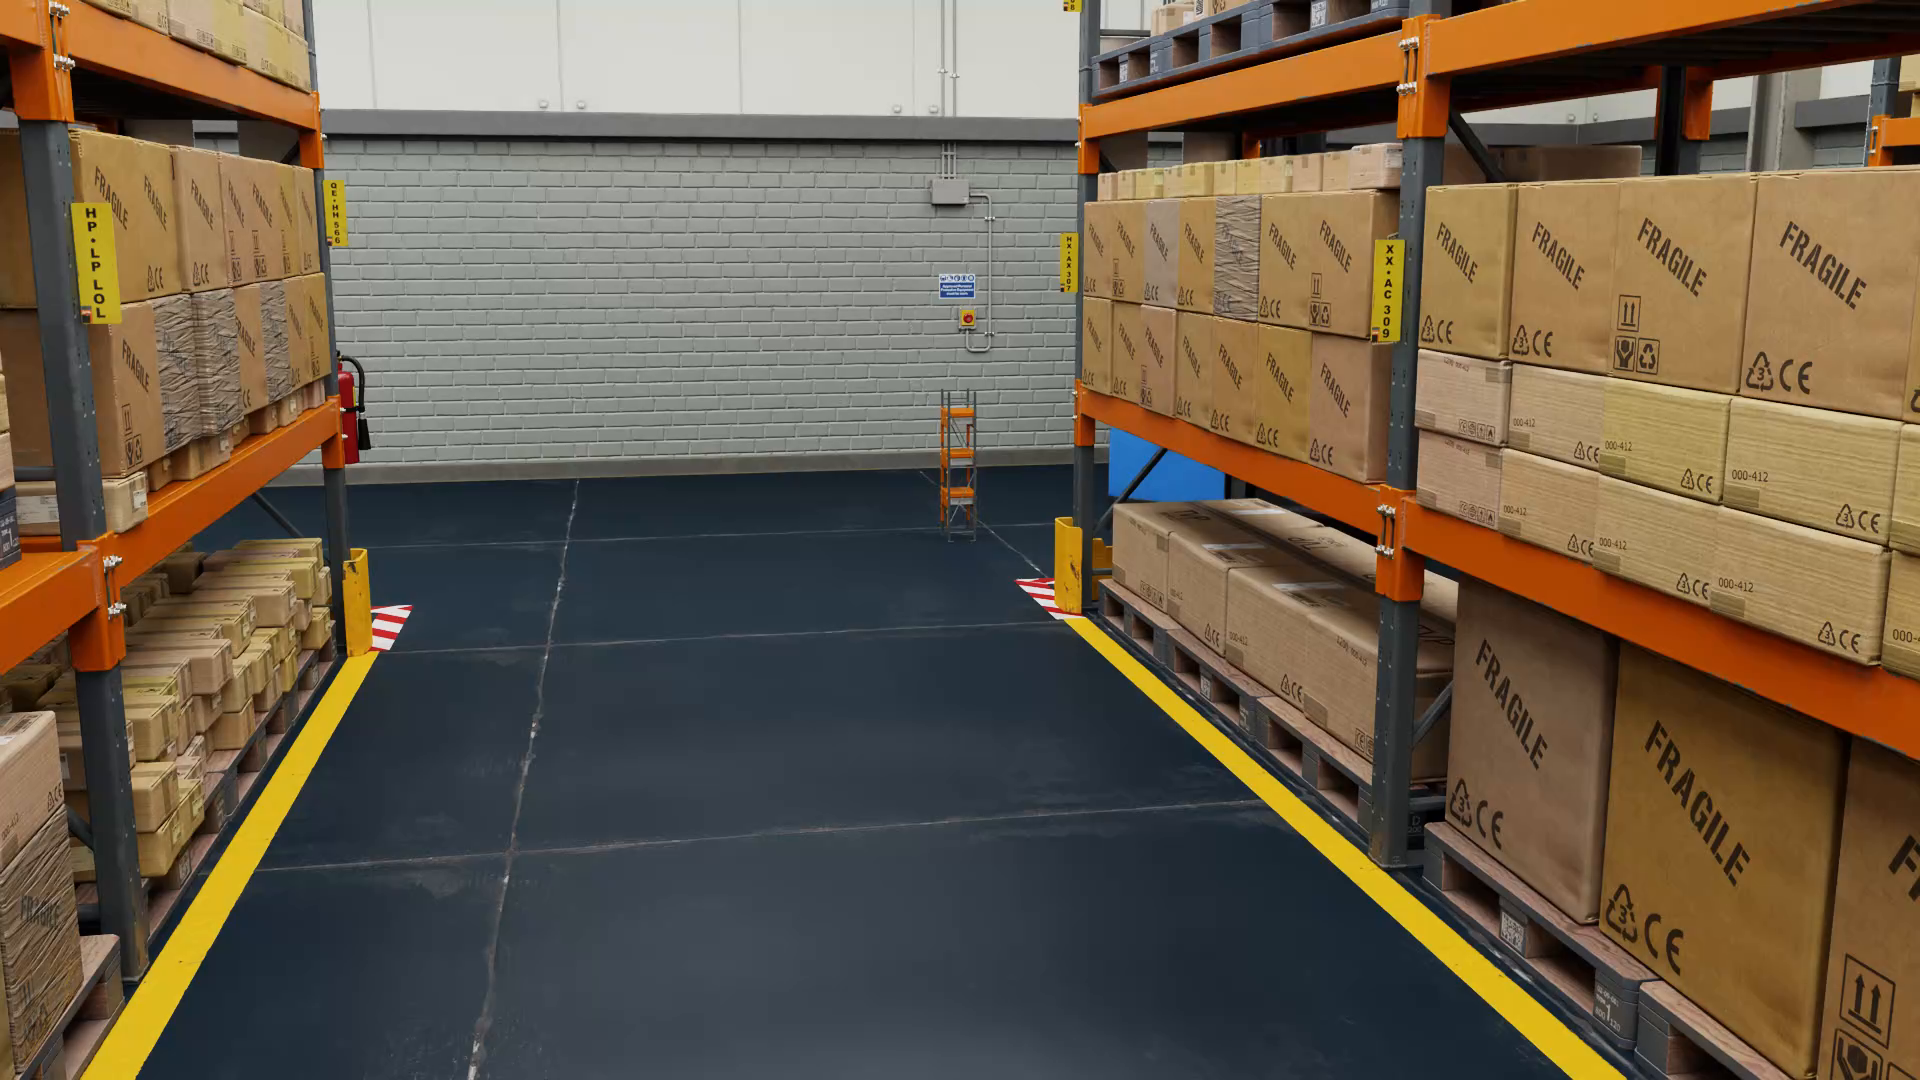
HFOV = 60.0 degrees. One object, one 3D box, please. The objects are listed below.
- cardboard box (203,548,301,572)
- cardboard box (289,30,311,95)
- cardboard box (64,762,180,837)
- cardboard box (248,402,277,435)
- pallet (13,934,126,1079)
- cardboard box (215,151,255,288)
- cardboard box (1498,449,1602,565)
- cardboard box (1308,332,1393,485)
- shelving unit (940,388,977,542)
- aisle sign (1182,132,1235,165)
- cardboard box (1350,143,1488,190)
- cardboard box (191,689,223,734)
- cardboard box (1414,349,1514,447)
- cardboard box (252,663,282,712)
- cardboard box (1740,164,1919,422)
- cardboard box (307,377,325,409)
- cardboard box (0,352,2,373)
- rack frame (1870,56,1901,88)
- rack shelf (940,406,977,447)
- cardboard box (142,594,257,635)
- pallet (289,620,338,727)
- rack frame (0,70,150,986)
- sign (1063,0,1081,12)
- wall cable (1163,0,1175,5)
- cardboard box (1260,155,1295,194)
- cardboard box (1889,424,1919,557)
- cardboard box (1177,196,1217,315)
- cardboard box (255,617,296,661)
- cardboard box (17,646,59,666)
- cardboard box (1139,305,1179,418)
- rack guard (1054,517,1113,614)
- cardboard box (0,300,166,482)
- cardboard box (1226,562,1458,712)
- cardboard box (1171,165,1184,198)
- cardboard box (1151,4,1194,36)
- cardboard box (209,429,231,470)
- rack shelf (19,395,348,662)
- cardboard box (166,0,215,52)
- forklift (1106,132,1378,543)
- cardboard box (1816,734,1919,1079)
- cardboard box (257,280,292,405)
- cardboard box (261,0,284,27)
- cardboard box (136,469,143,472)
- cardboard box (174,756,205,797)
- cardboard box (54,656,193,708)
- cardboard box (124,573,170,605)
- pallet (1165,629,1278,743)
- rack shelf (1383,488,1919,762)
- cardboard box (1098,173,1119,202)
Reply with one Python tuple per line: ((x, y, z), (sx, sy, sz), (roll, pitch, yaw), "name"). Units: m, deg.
((-3.338, 0.138, 7.857), (0.380, 0.149, 0.250), (-2, 11, -10), "cardboard box")
((-3.334, -2.226, 7.746), (0.500, 0.250, 0.500), (-2, 11, -12), "cardboard box")
((-2.661, 0.804, 5.156), (0.380, 0.149, 0.250), (-2, 11, -8), "cardboard box")
((-3.172, -0.539, 7.177), (0.380, 0.149, 0.250), (-3, 11, -14), "cardboard box")
((-2.752, 1.347, 4.057), (1.003, 0.211, 1.213), (-2, 11, -11), "pallet")
((-3.035, -1.226, 6.380), (0.500, 0.500, 0.500), (-3, 11, -13), "cardboard box")
((1.860, -0.106, 4.630), (0.500, 0.250, 0.500), (-2, 11, -12), "cardboard box")
((1.591, -0.489, 5.978), (0.500, 0.500, 0.500), (-2, 11, -10), "cardboard box")
((-0.010, -0.526, 11.650), (0.215, 1.050, 0.252), (-2, 11, -11), "shelving unit")
((1.444, -2.400, 9.329), (0.394, 0.787, 0.004), (-2, 11, -11), "aisle sign")
((1.559, -1.268, 5.661), (0.380, 0.149, 0.250), (-2, 11, -12), "cardboard box")
((-2.961, 0.617, 6.141), (0.380, 0.149, 0.250), (-2, 11, -8), "cardboard box")
((1.740, -0.445, 5.078), (0.500, 0.250, 0.500), (-2, 11, -13), "cardboard box")
((-3.054, 0.619, 6.924), (0.380, 0.149, 0.250), (-2, 11, -10), "cardboard box")
((2.063, -0.535, 3.542), (0.500, 0.500, 0.500), (-2, 11, -12), "cardboard box")
((-3.342, -0.727, 8.164), (0.380, 0.149, 0.250), (-2, 11, -11), "cardboard box")
((-2.635, -0.475, 4.125), (0.380, 0.149, 0.250), (-2, 11, -8), "cardboard box")
((6.022, -4.226, 9.834), (1.000, 3.000, 0.127), (-2, 11, -11), "rack frame")
((-0.010, -0.794, 11.599), (0.215, 0.259, 0.240), (-2, 11, -11), "rack shelf")
((-3.126, 0.331, 6.847), (0.380, 0.149, 0.250), (-3, 11, -13), "cardboard box")
((-3.544, 0.635, 7.798), (1.003, 0.211, 1.213), (-2, 11, -11), "pallet")
((-2.904, -0.166, 4.546), (1.000, 3.000, 0.127), (-2, 11, -11), "rack frame")
((0.608, -3.021, 8.974), (0.100, 0.325, 0.005), (-2, 11, -11), "sign")
((3.249, -5.218, 14.943), (2.988, 3.039, 0.133), (-2, 11, -11), "wall cable")
((1.425, -1.457, 6.653), (0.380, 0.149, 0.250), (-2, 11, -11), "cardboard box")
((2.143, -0.069, 3.103), (0.500, 0.250, 0.500), (-2, 11, -12), "cardboard box")
((1.280, -1.260, 7.352), (0.500, 0.500, 0.500), (-2, 11, -11), "cardboard box")
((-3.084, 0.425, 7.149), (0.380, 0.149, 0.250), (-2, 11, -10), "cardboard box")
((-3.490, 0.493, 5.996), (0.380, 0.149, 0.250), (-3, 11, -14), "cardboard box")
((1.172, -0.863, 7.941), (0.500, 0.500, 0.500), (-2, 11, -11), "cardboard box")
((1.149, 0.125, 9.700), (1.175, 0.500, 0.348), (-2, 11, -11), "rack guard")
((-2.754, -0.461, 5.034), (0.500, 0.500, 0.500), (-2, 11, -12), "cardboard box")
((1.740, 0.405, 7.277), (0.875, 0.438, 0.875), (-2, 11, -13), "cardboard box")
((1.189, -1.643, 7.632), (0.380, 0.149, 0.250), (-2, 11, -10), "cardboard box")
((1.139, -2.496, 8.045), (0.380, 0.149, 0.250), (-2, 11, -9), "cardboard box")
((-2.942, -0.346, 6.165), (0.380, 0.149, 0.250), (-2, 11, -8), "cardboard box")
((-3.293, -0.179, 6.540), (1.077, 0.370, 4.000), (-2, 11, -11), "rack shelf")
((-2.924, -1.848, 5.762), (0.500, 0.250, 0.500), (-2, 11, -9), "cardboard box")
((2.520, -1.359, 10.998), (3.031, 2.935, 1.130), (8, 13, 35), "forklift")
((2.487, 0.913, 3.436), (0.875, 0.875, 0.875), (-2, 11, -10), "cardboard box")
((-3.139, -0.834, 6.995), (0.500, 0.500, 0.500), (-2, 11, -11), "cardboard box")
((-3.243, -2.376, 7.199), (0.500, 0.250, 0.500), (-2, 11, -13), "cardboard box")
((-2.762, -0.151, 5.140), (0.380, 0.149, 0.250), (-2, 11, -9), "cardboard box")
((-2.811, 0.857, 5.672), (0.380, 0.149, 0.250), (-2, 11, -11), "cardboard box")
((-2.934, 0.521, 5.847), (0.380, 0.149, 0.250), (-2, 11, -12), "cardboard box")
((-3.689, 0.250, 7.269), (0.380, 0.149, 0.250), (-3, 11, -14), "cardboard box")
((1.620, 0.639, 7.775), (1.003, 0.211, 1.213), (-2, 11, -11), "pallet")
((2.320, 0.356, 3.729), (1.077, 0.370, 4.000), (-2, 11, -11), "rack shelf")
((0.951, -1.882, 8.885), (0.380, 0.149, 0.250), (-2, 11, -10), "cardboard box")
